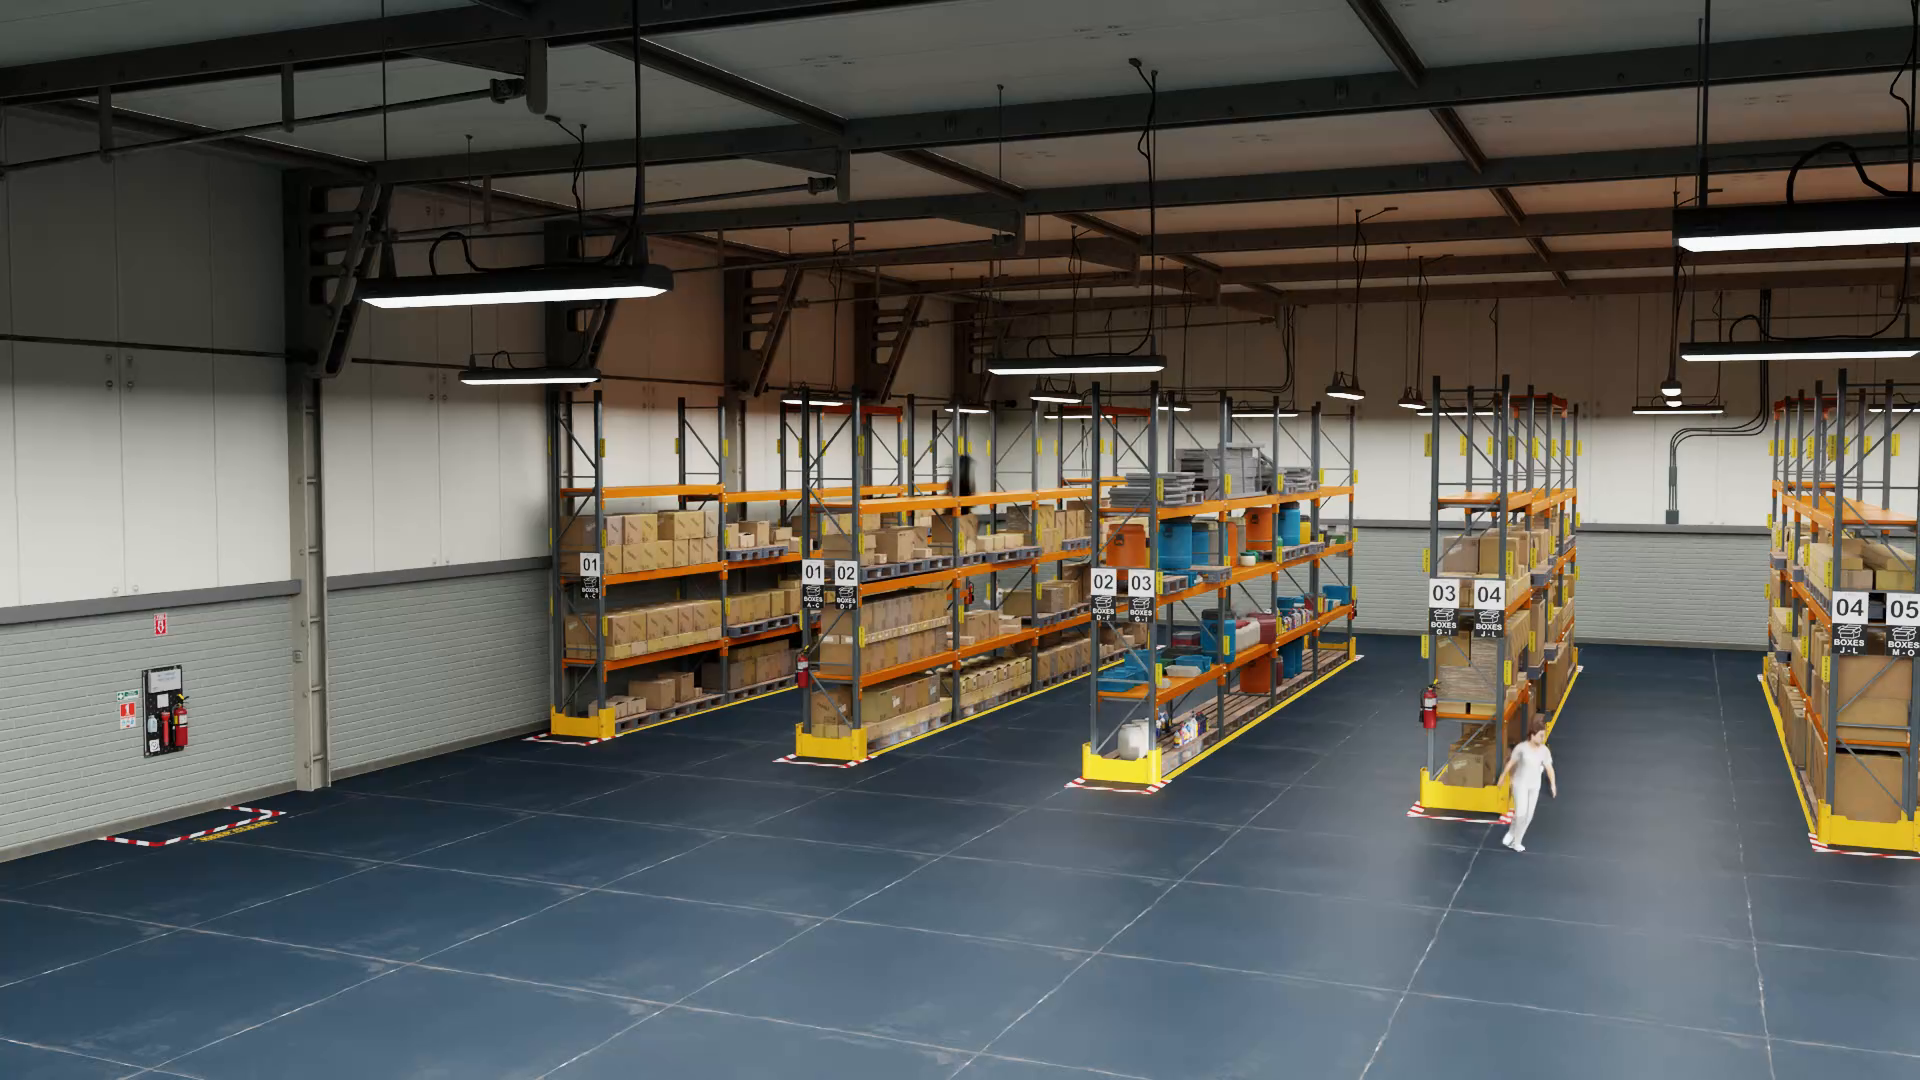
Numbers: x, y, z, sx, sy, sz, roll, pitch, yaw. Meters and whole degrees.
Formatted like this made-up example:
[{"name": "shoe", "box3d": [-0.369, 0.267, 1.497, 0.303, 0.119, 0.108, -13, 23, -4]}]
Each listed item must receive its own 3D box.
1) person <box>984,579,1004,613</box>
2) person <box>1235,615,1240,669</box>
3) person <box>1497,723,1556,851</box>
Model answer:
[{"name": "person", "box3d": [0.924, 1.830, 42.153, 0.602, 1.736, 0.725, 1, 3, 23]}, {"name": "person", "box3d": [6.080, 2.172, 37.062, 0.645, 1.495, 1.134, 3, 4, 44]}, {"name": "person", "box3d": [7.019, 3.056, 20.534, 0.562, 1.623, 0.600, -1, 3, -9]}]
